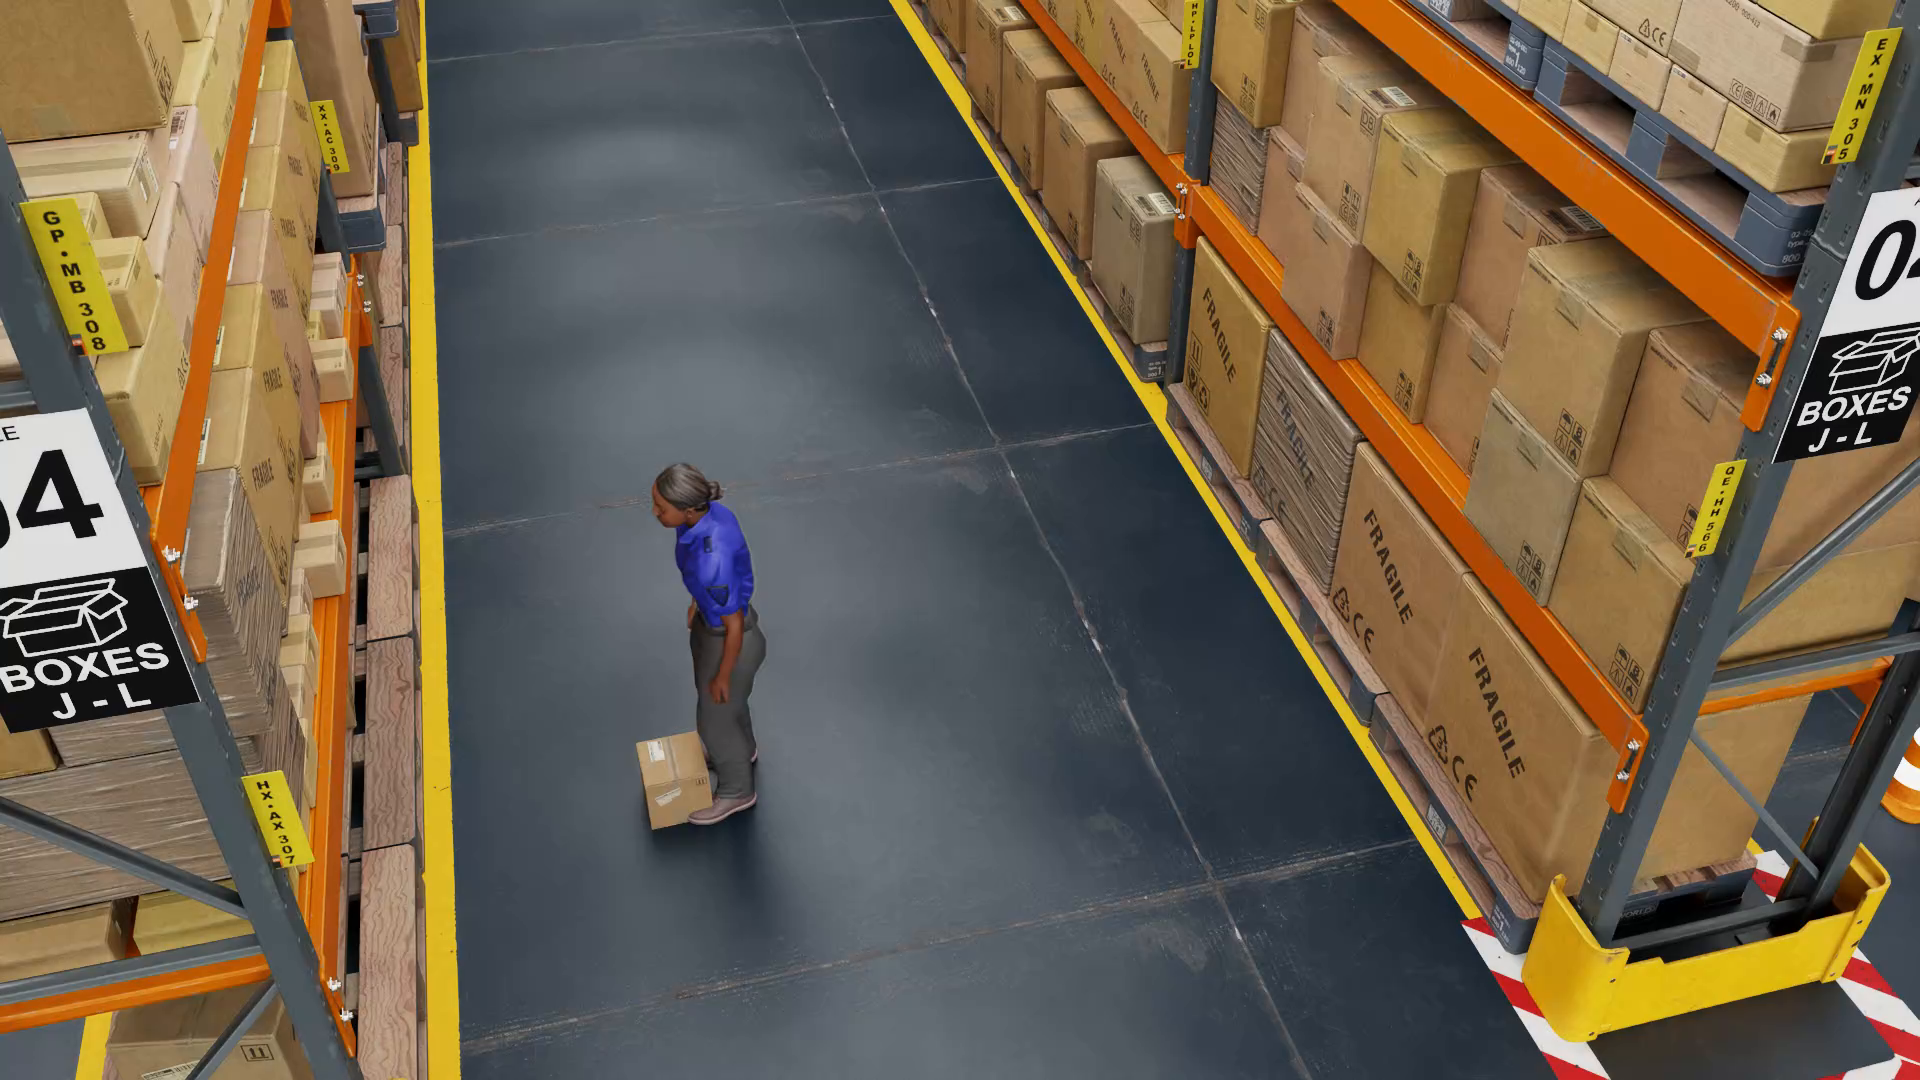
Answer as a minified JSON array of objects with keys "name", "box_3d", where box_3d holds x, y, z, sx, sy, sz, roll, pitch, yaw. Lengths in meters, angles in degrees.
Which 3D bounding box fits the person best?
[{"name":"person","box_3d":[-0.913,0.346,6.225,0.349,1.586,0.503,-11,40,-13]}]
